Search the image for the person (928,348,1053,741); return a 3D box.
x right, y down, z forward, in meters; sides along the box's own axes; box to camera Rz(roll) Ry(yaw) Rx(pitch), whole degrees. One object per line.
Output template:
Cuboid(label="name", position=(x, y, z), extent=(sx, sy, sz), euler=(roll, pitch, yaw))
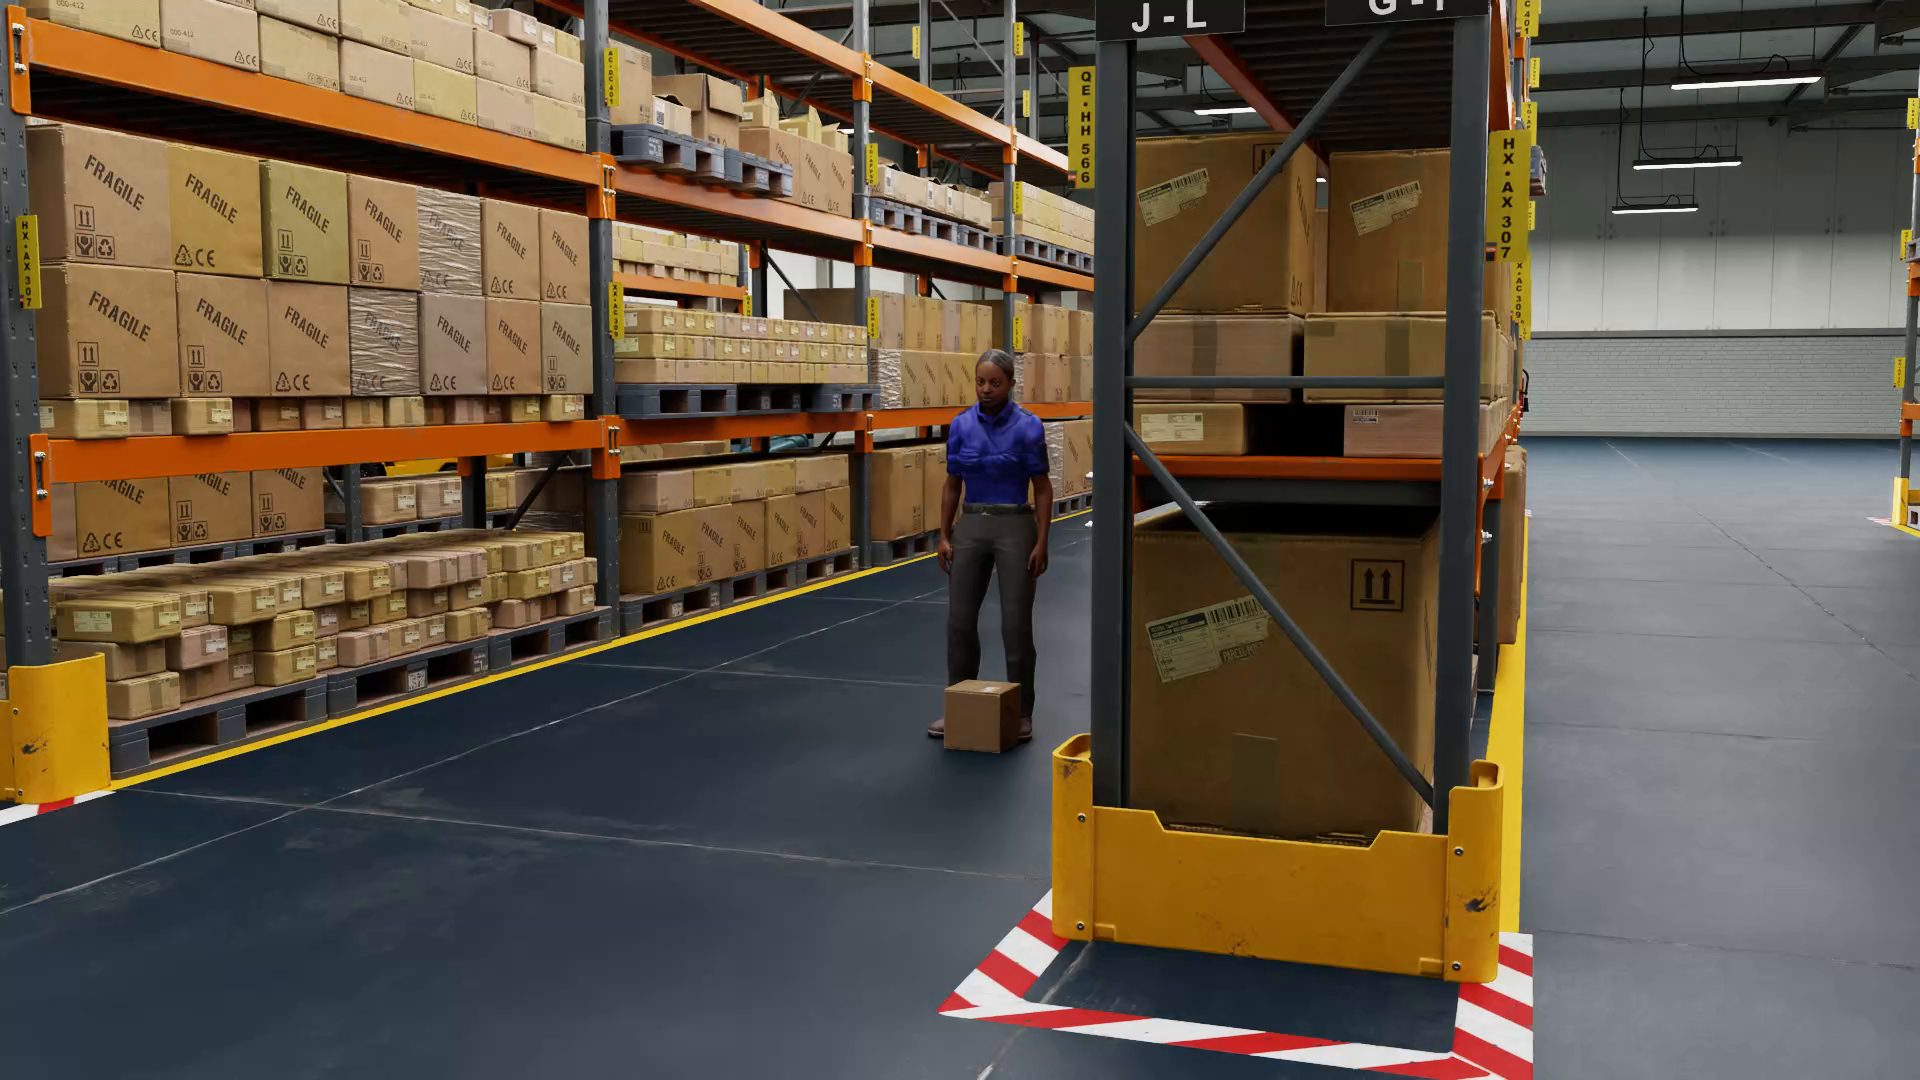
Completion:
Cuboid(label="person", position=(0.138, 0.015, 7.110), extent=(0.512, 1.654, 0.351), euler=(2, 6, 18))
